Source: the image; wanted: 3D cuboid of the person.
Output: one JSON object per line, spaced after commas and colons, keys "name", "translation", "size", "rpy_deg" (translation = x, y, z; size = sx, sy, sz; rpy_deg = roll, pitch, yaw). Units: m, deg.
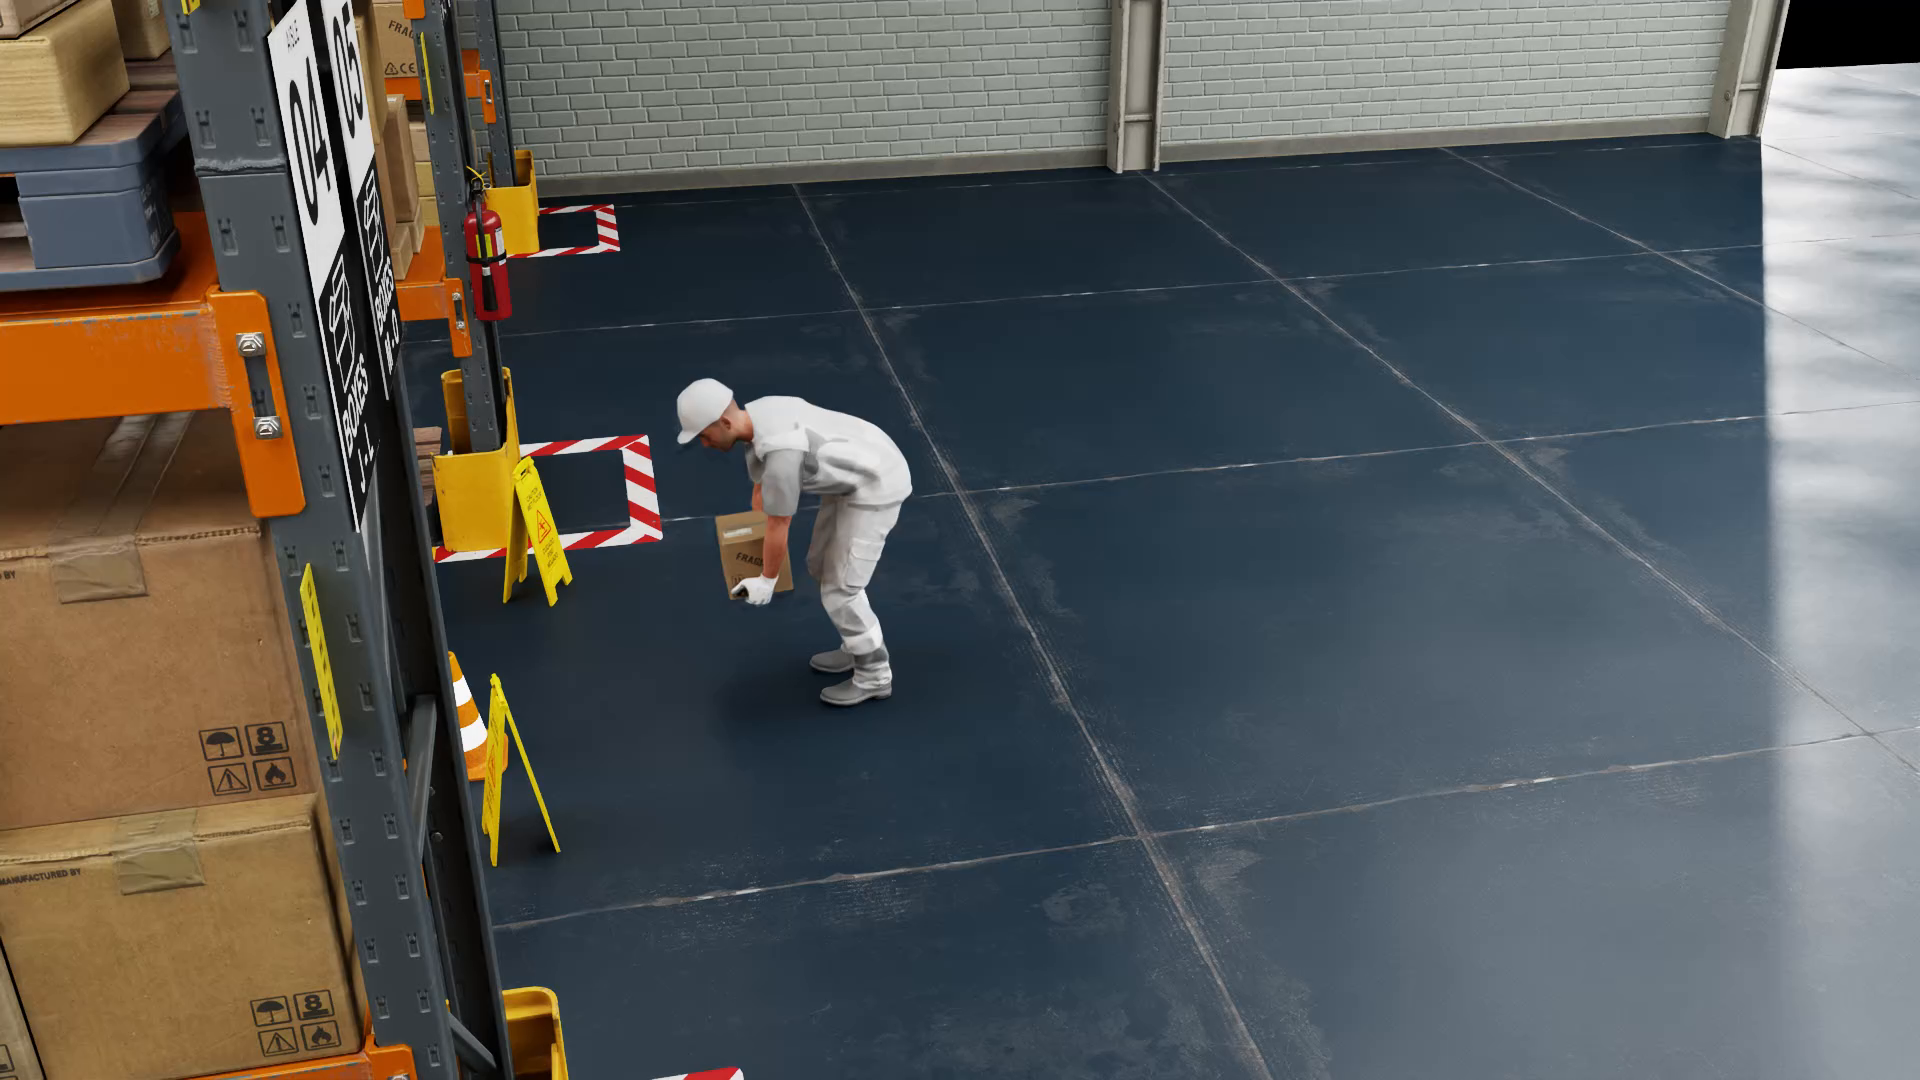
{"name": "person", "translation": [-0.634, -0.013, 6.556], "size": [0.888, 1.392, 0.498], "rpy_deg": [-7, 27, -13]}
